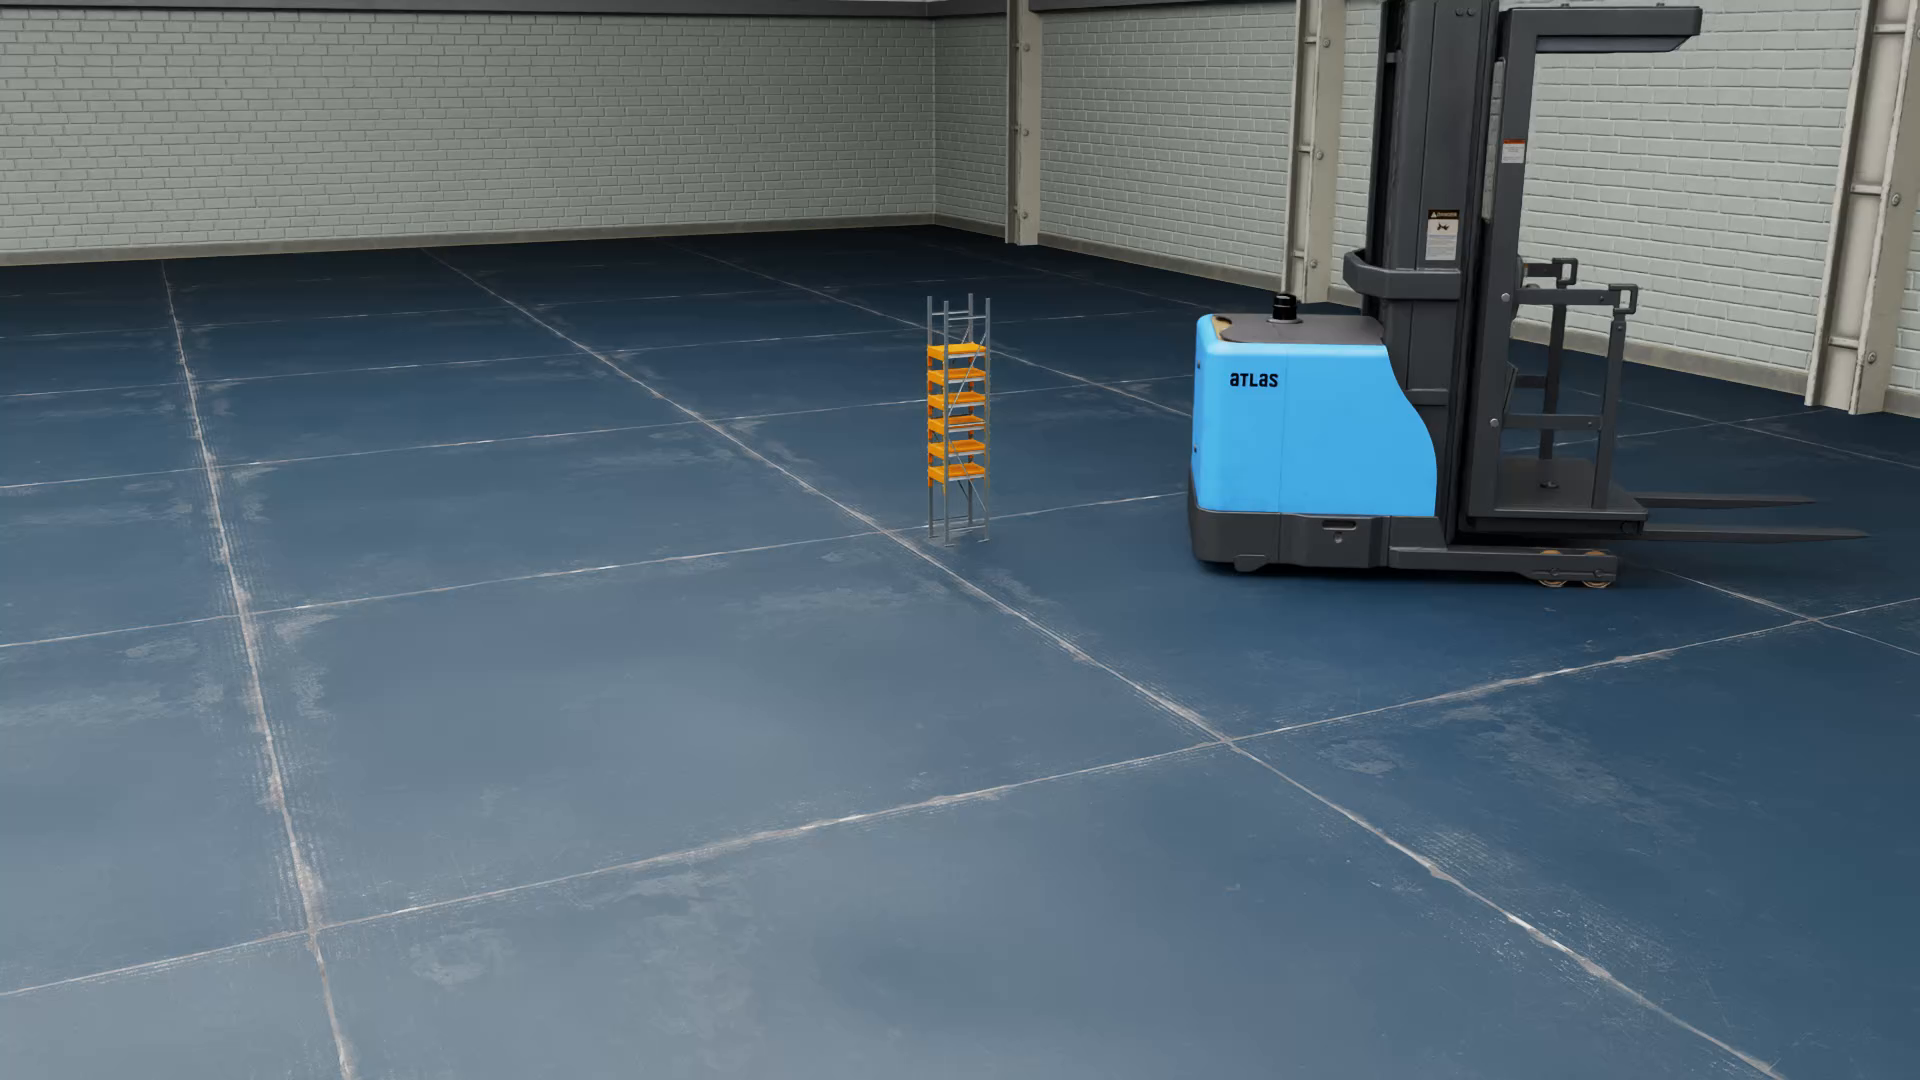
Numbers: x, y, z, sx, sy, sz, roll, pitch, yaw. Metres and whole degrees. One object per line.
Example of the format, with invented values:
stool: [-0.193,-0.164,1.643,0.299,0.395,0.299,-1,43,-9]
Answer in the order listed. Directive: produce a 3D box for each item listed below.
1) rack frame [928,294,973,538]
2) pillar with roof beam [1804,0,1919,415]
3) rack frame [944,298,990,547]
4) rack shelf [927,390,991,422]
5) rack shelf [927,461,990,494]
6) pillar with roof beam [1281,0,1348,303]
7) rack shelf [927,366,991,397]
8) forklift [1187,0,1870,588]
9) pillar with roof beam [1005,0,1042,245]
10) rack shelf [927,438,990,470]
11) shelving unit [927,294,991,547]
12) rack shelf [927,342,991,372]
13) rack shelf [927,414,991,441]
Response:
rack frame: [-0.046,-0.603,8.177,0.240,1.200,0.006,-8,18,-25]
pillar with roof beam: [2.202,-4.715,8.366,9.100,9.000,0.400,-8,18,-25]
rack frame: [0.034,-0.558,8.019,0.240,1.200,0.006,-8,18,-25]
rack shelf: [-0.006,-0.653,8.077,0.258,0.103,0.180,-8,18,-25]
rack shelf: [-0.006,-0.307,8.176,0.258,0.103,0.180,-8,18,-25]
pillar with roof beam: [-0.426,-6.203,13.551,9.100,9.000,0.400,-8,18,-25]
rack shelf: [-0.006,-0.768,8.044,0.258,0.103,0.180,-8,18,-25]
forklift: [2.637,-1.345,7.623,3.031,2.935,1.130,1,16,5]
pillar with roof beam: [-3.055,-7.690,18.735,9.100,9.000,0.400,-8,18,-25]
rack shelf: [-0.006,-0.422,8.143,0.258,0.103,0.180,-8,18,-25]
shelving unit: [-0.006,-0.580,8.098,0.258,1.200,0.189,-8,18,-25]
rack shelf: [-0.006,-0.884,8.011,0.258,0.103,0.180,-8,18,-25]
rack shelf: [-0.006,-0.538,8.110,0.258,0.103,0.180,-8,18,-25]
